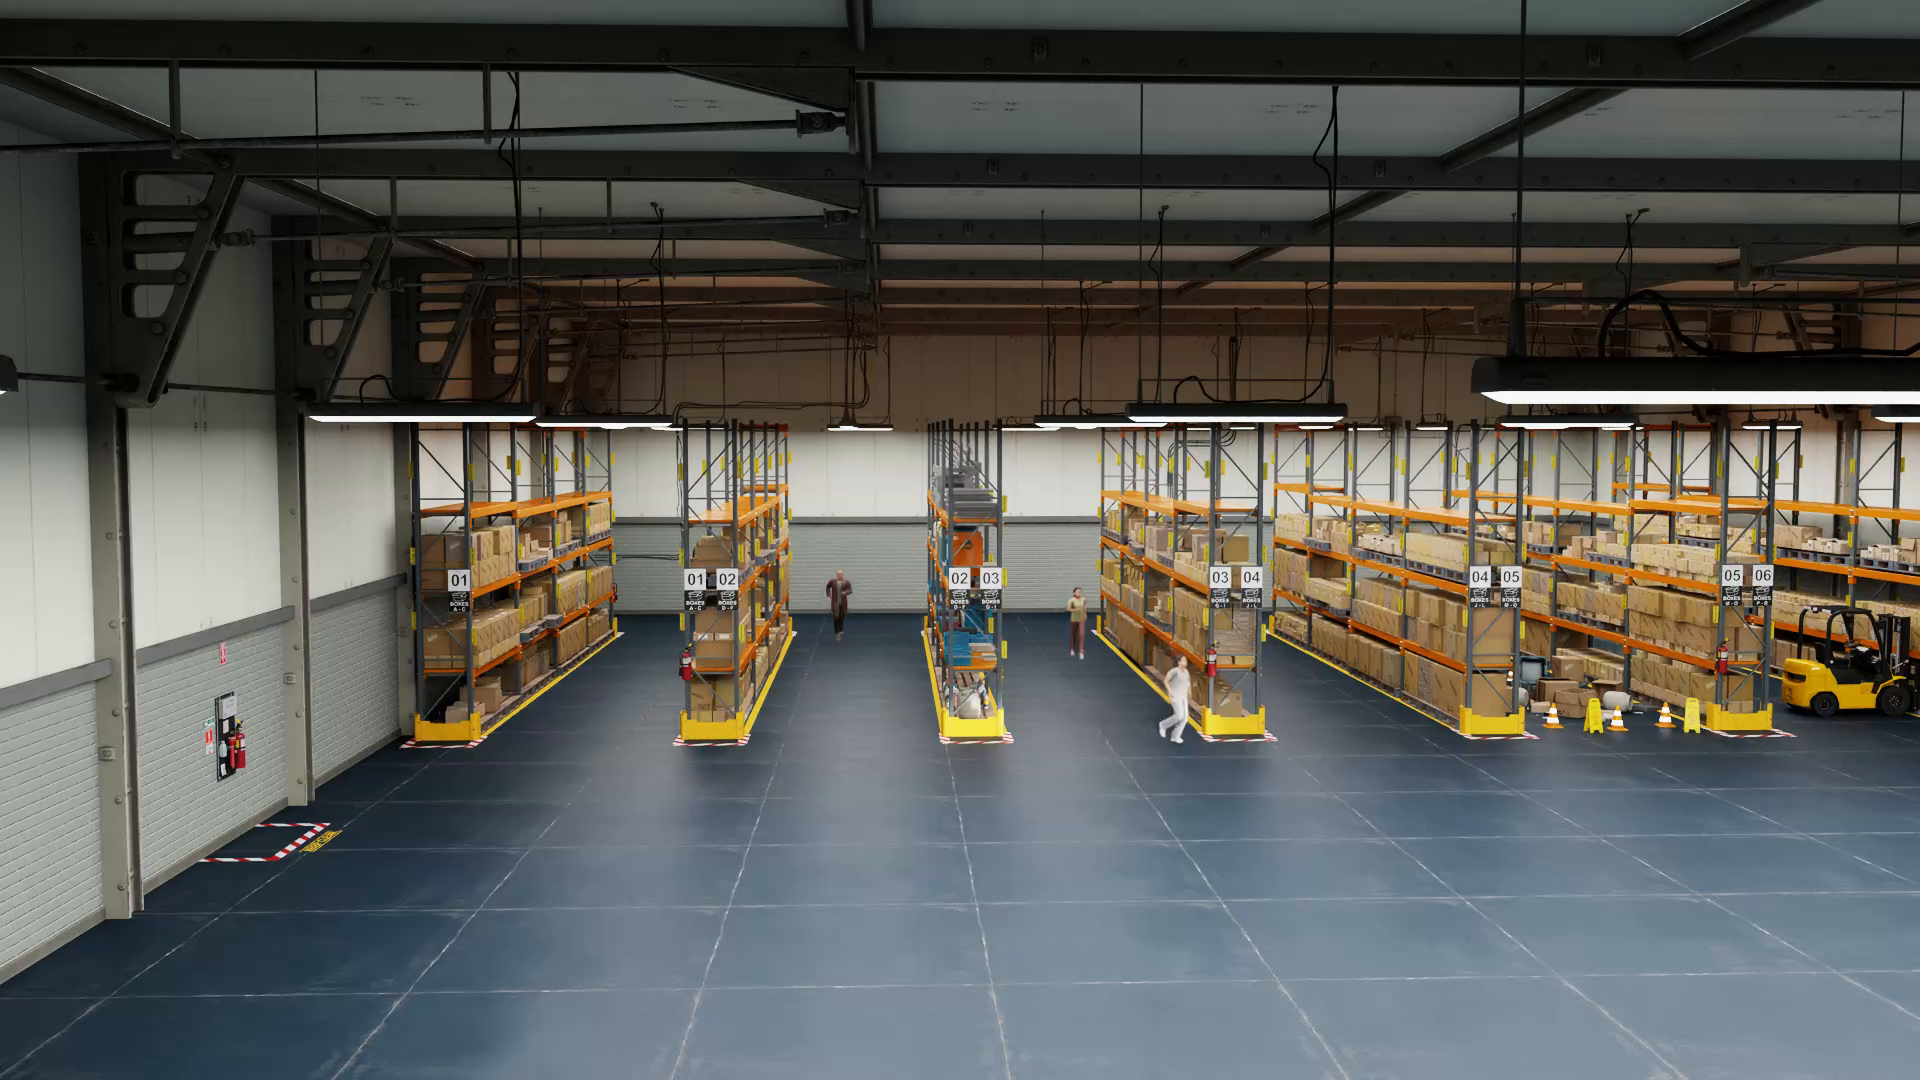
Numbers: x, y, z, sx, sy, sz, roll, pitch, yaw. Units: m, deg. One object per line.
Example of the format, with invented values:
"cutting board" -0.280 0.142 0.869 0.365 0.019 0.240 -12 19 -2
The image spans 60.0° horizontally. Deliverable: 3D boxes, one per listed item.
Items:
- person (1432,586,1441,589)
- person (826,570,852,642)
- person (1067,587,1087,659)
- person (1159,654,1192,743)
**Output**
"person" 14.375 1.710 49.402 0.691 1.819 0.710 0 4 4
"person" -3.205 1.745 44.276 0.665 1.903 0.889 -1 4 -9
"person" 2.835 1.991 40.346 0.553 1.714 0.835 -1 4 -10
"person" 4.061 2.933 30.995 0.619 1.623 0.538 -3 5 -43
